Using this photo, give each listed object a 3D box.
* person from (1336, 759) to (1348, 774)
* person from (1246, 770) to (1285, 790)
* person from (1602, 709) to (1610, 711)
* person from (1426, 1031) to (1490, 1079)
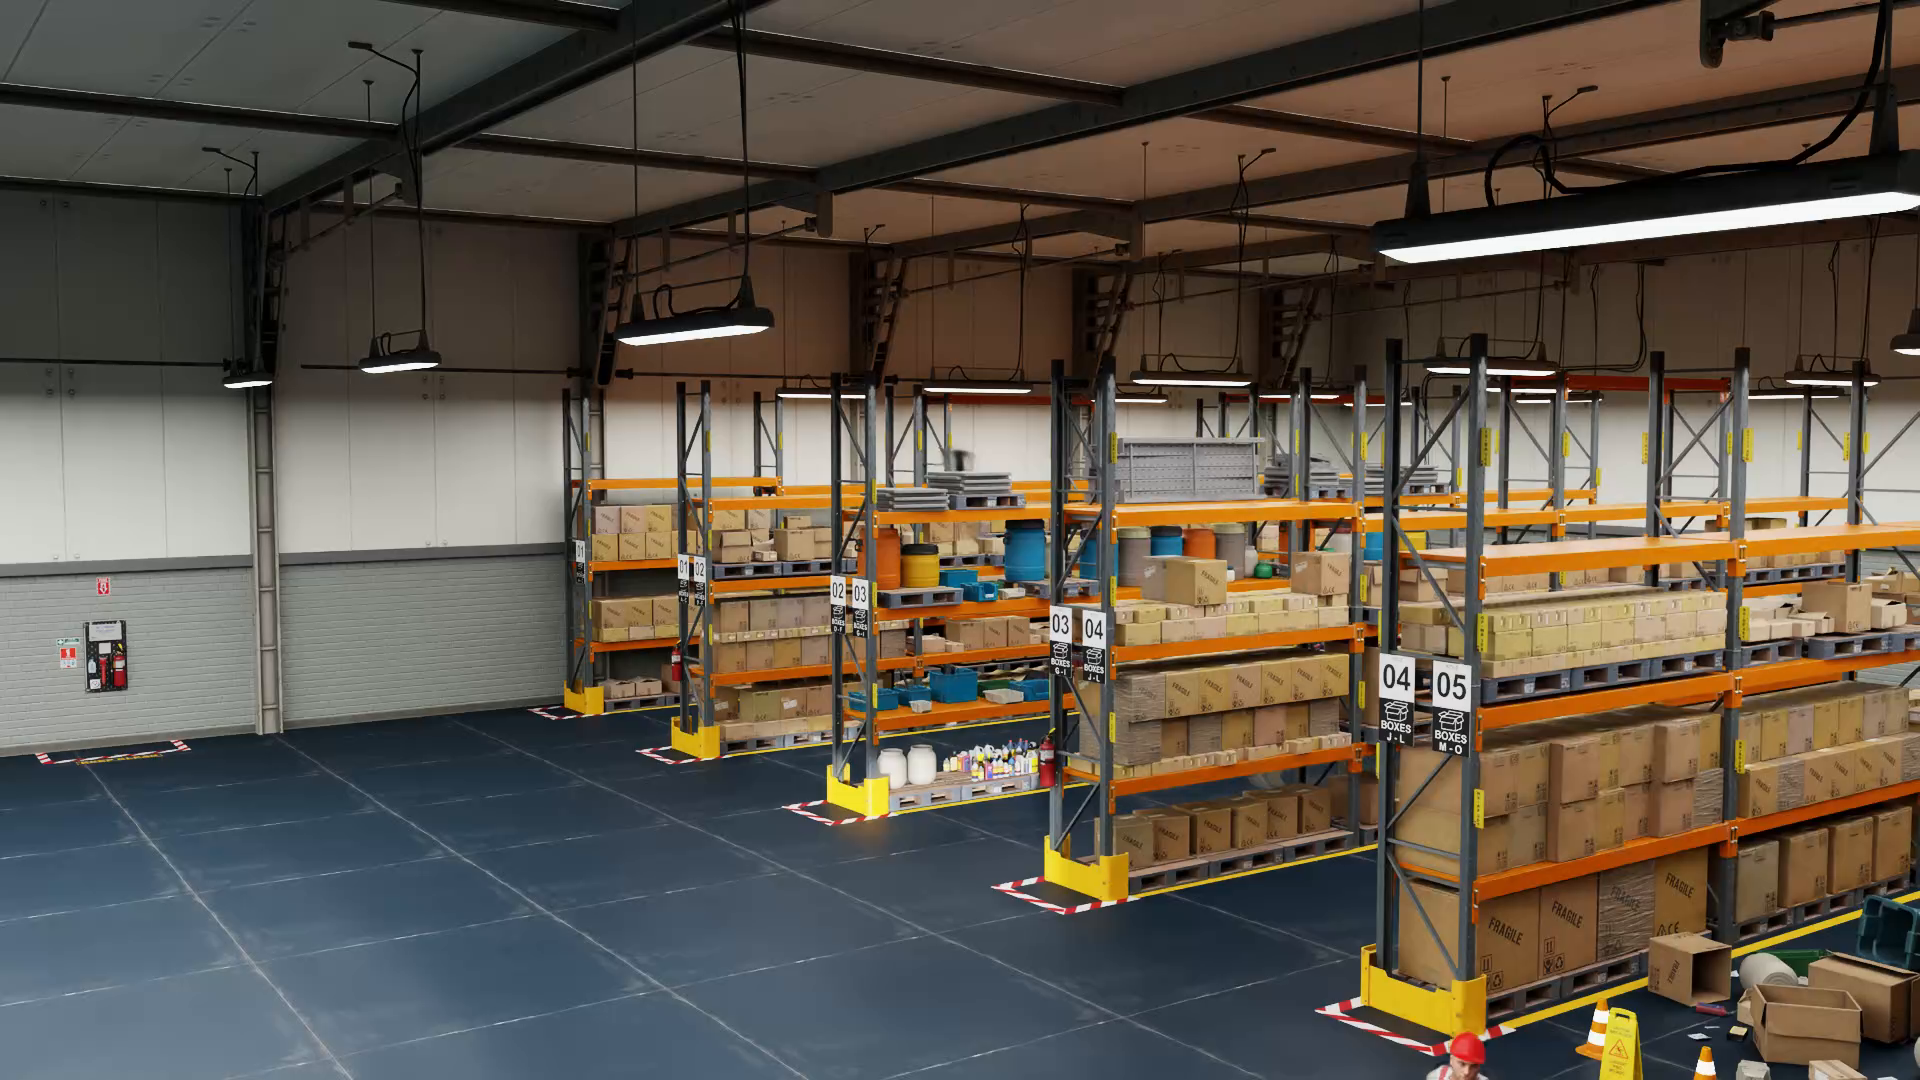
[{"bbox_3d":[5.573,2.784,24.006,0.810,1.739,0.594,-2,4,-29],"label":"person"},{"bbox_3d":[4.179,2.856,22.569,0.726,1.690,0.661,-1,4,-13],"label":"person"},{"bbox_3d":[8.339,2.984,21.442,0.673,1.668,0.563,-4,5,-44],"label":"person"},{"bbox_3d":[2.899,3.673,9.591,0.649,1.743,0.816,2,4,31],"label":"person"}]
